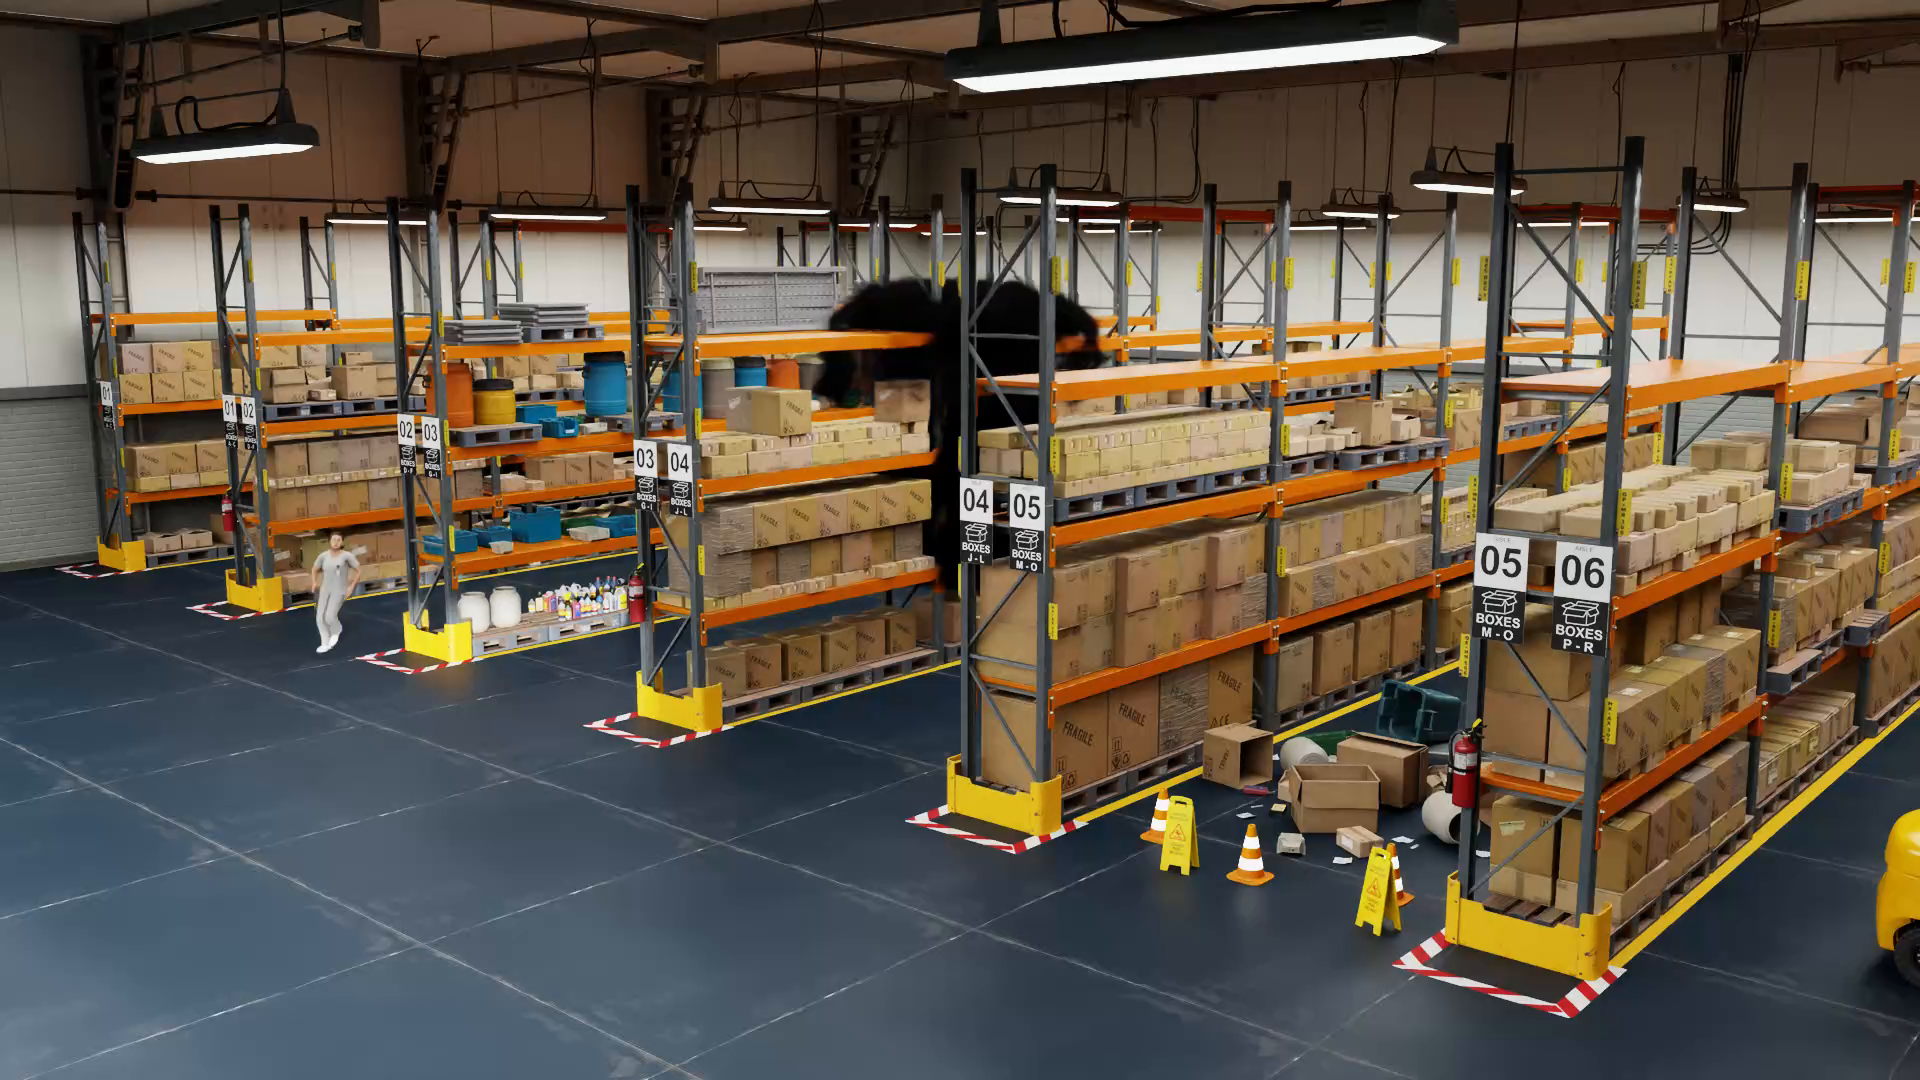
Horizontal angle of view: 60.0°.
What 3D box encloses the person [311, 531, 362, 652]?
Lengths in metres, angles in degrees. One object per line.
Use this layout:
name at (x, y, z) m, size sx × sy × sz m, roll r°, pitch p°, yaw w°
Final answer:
person at (-8.210, 0.703, 21.806) m, size 0.621 × 1.597 × 0.538 m, roll 0°, pitch 9°, yaw 3°
